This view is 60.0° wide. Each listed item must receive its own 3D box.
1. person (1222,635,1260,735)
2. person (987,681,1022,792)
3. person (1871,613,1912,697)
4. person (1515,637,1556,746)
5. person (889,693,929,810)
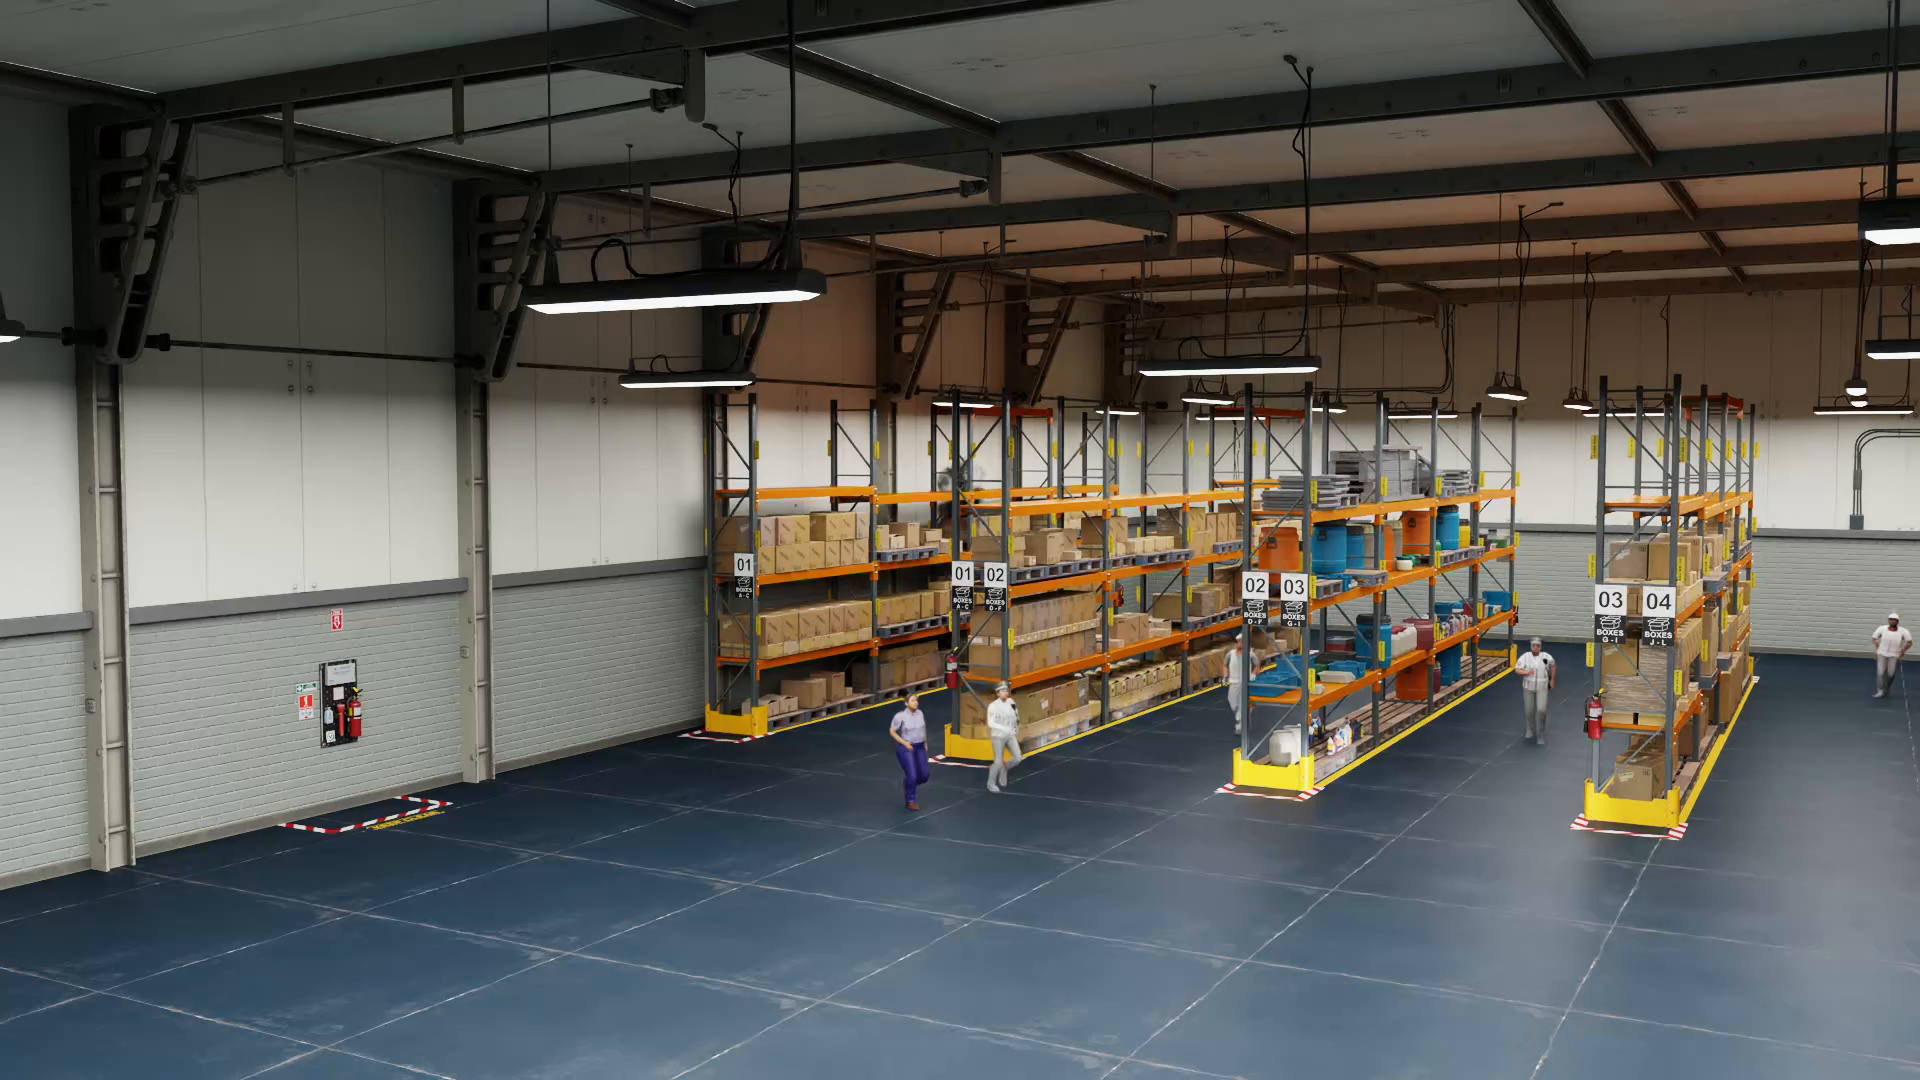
[{"bbox_3d":[4.973,2.547,29.446,0.656,1.752,0.737,1,3,17],"label":"person"},{"bbox_3d":[0.663,2.862,24.206,0.632,1.653,0.716,-2,4,-29],"label":"person"},{"bbox_3d":[18.771,2.331,33.558,0.715,1.709,0.599,2,4,36],"label":"person"},{"bbox_3d":[9.860,2.579,28.521,0.652,1.863,0.832,1,3,20],"label":"person"},{"bbox_3d":[-0.716,2.944,23.257,0.613,1.617,0.547,-2,4,-38],"label":"person"}]
